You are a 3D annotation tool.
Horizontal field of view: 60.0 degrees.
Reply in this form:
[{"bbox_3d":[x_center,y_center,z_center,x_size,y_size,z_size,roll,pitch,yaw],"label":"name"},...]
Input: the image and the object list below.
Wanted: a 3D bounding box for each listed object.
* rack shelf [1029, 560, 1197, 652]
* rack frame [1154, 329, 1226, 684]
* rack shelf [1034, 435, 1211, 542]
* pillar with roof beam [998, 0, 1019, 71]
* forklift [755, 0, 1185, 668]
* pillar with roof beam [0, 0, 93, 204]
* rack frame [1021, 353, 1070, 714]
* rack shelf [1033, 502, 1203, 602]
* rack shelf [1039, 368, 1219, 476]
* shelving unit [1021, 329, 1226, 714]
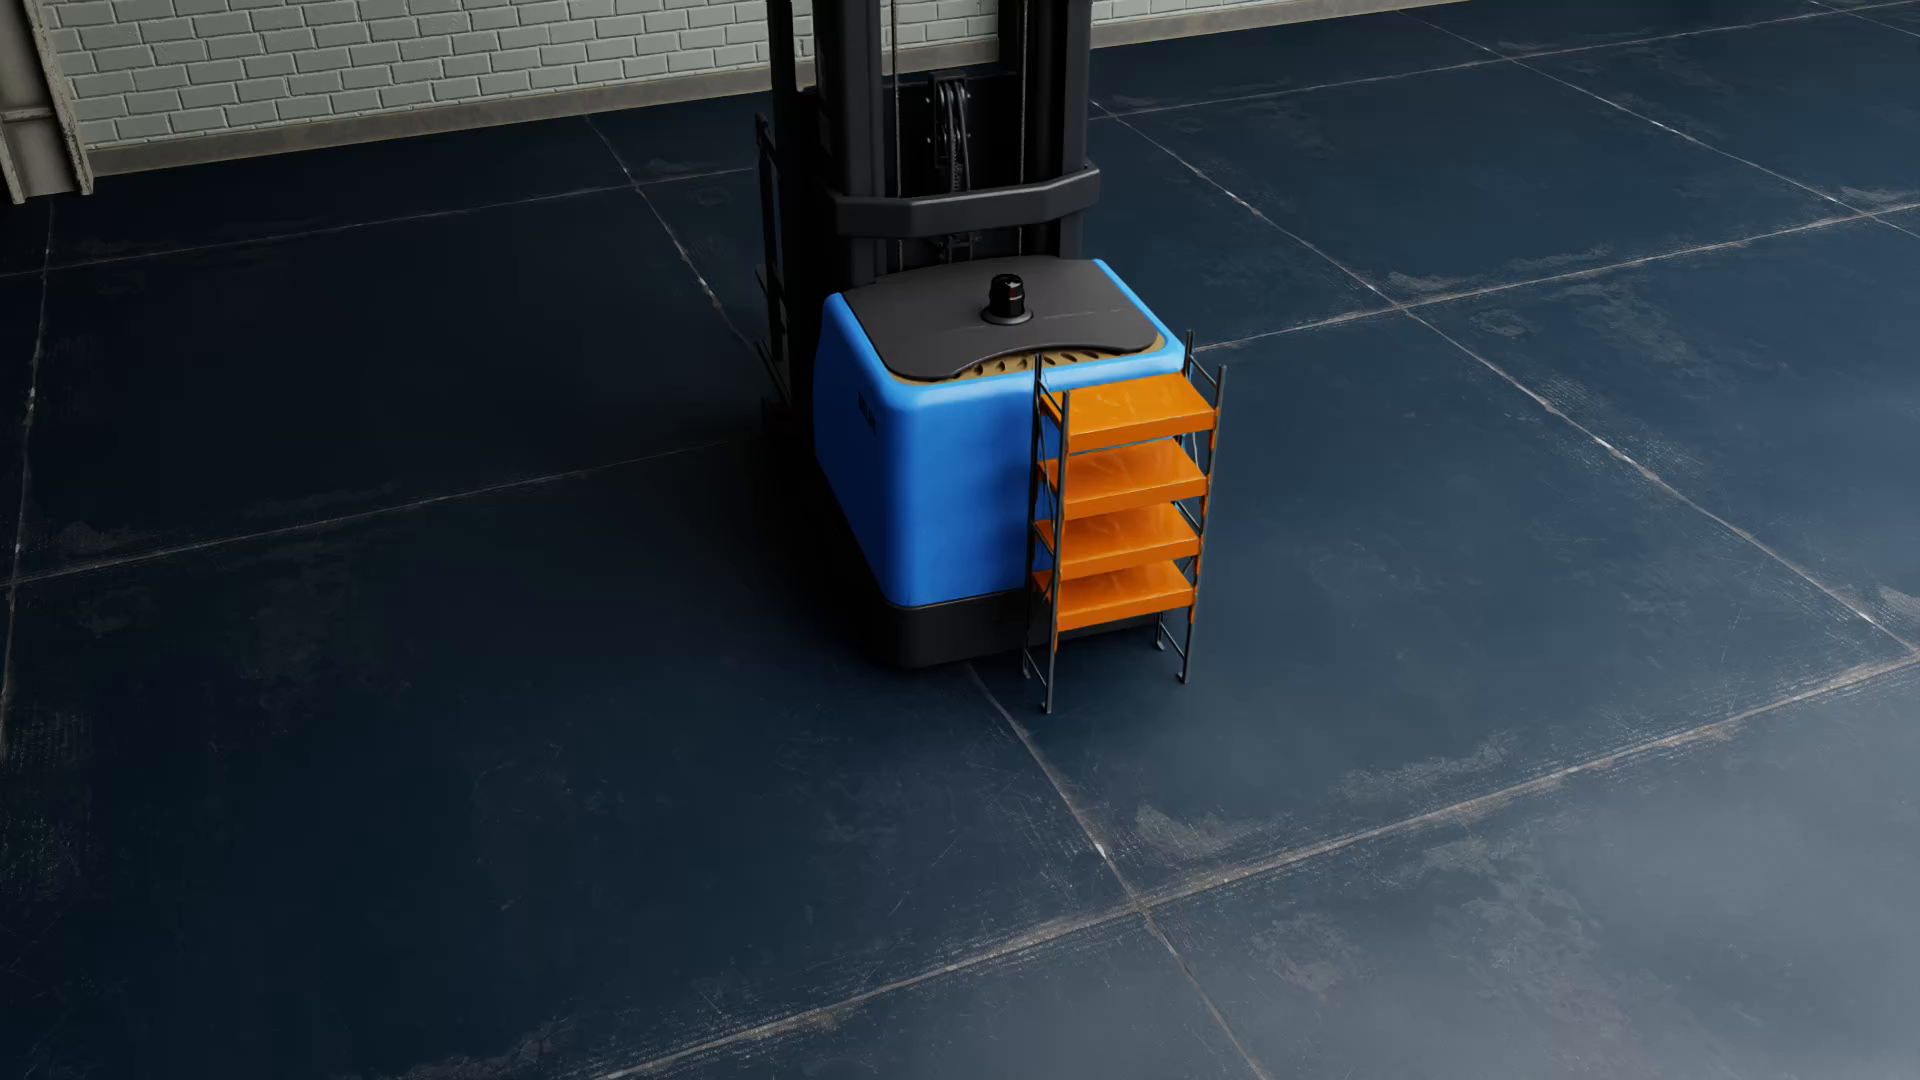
[{"bbox_3d":[0.485,0.181,5.348,0.480,0.148,0.258,-11,37,-16],"label":"rack shelf"},{"bbox_3d":[0.720,-0.078,5.259,0.015,1.200,0.240,-11,37,-16],"label":"rack frame"},{"bbox_3d":[0.491,-0.163,5.103,0.480,0.148,0.258,-11,37,-16],"label":"rack shelf"},{"bbox_3d":[2.161,-4.822,5.410,0.400,9.000,9.100,-13,35,-19],"label":"pillar with roof beam"},{"bbox_3d":[-0.184,-1.604,6.028,1.130,2.935,3.031,-10,34,-15],"label":"forklift"},{"bbox_3d":[-3.371,-3.555,3.463,0.400,9.000,9.100,-13,35,-19],"label":"pillar with roof beam"},{"bbox_3d":[0.258,0.008,5.128,0.015,1.200,0.240,-11,37,-16],"label":"rack frame"},{"bbox_3d":[0.488,0.020,5.233,0.480,0.148,0.258,-11,37,-16],"label":"rack shelf"},{"bbox_3d":[0.494,-0.355,4.966,0.480,0.148,0.258,-11,37,-16],"label":"rack shelf"},{"bbox_3d":[0.489,-0.035,5.194,0.503,1.200,0.258,-11,37,-16],"label":"shelving unit"}]
